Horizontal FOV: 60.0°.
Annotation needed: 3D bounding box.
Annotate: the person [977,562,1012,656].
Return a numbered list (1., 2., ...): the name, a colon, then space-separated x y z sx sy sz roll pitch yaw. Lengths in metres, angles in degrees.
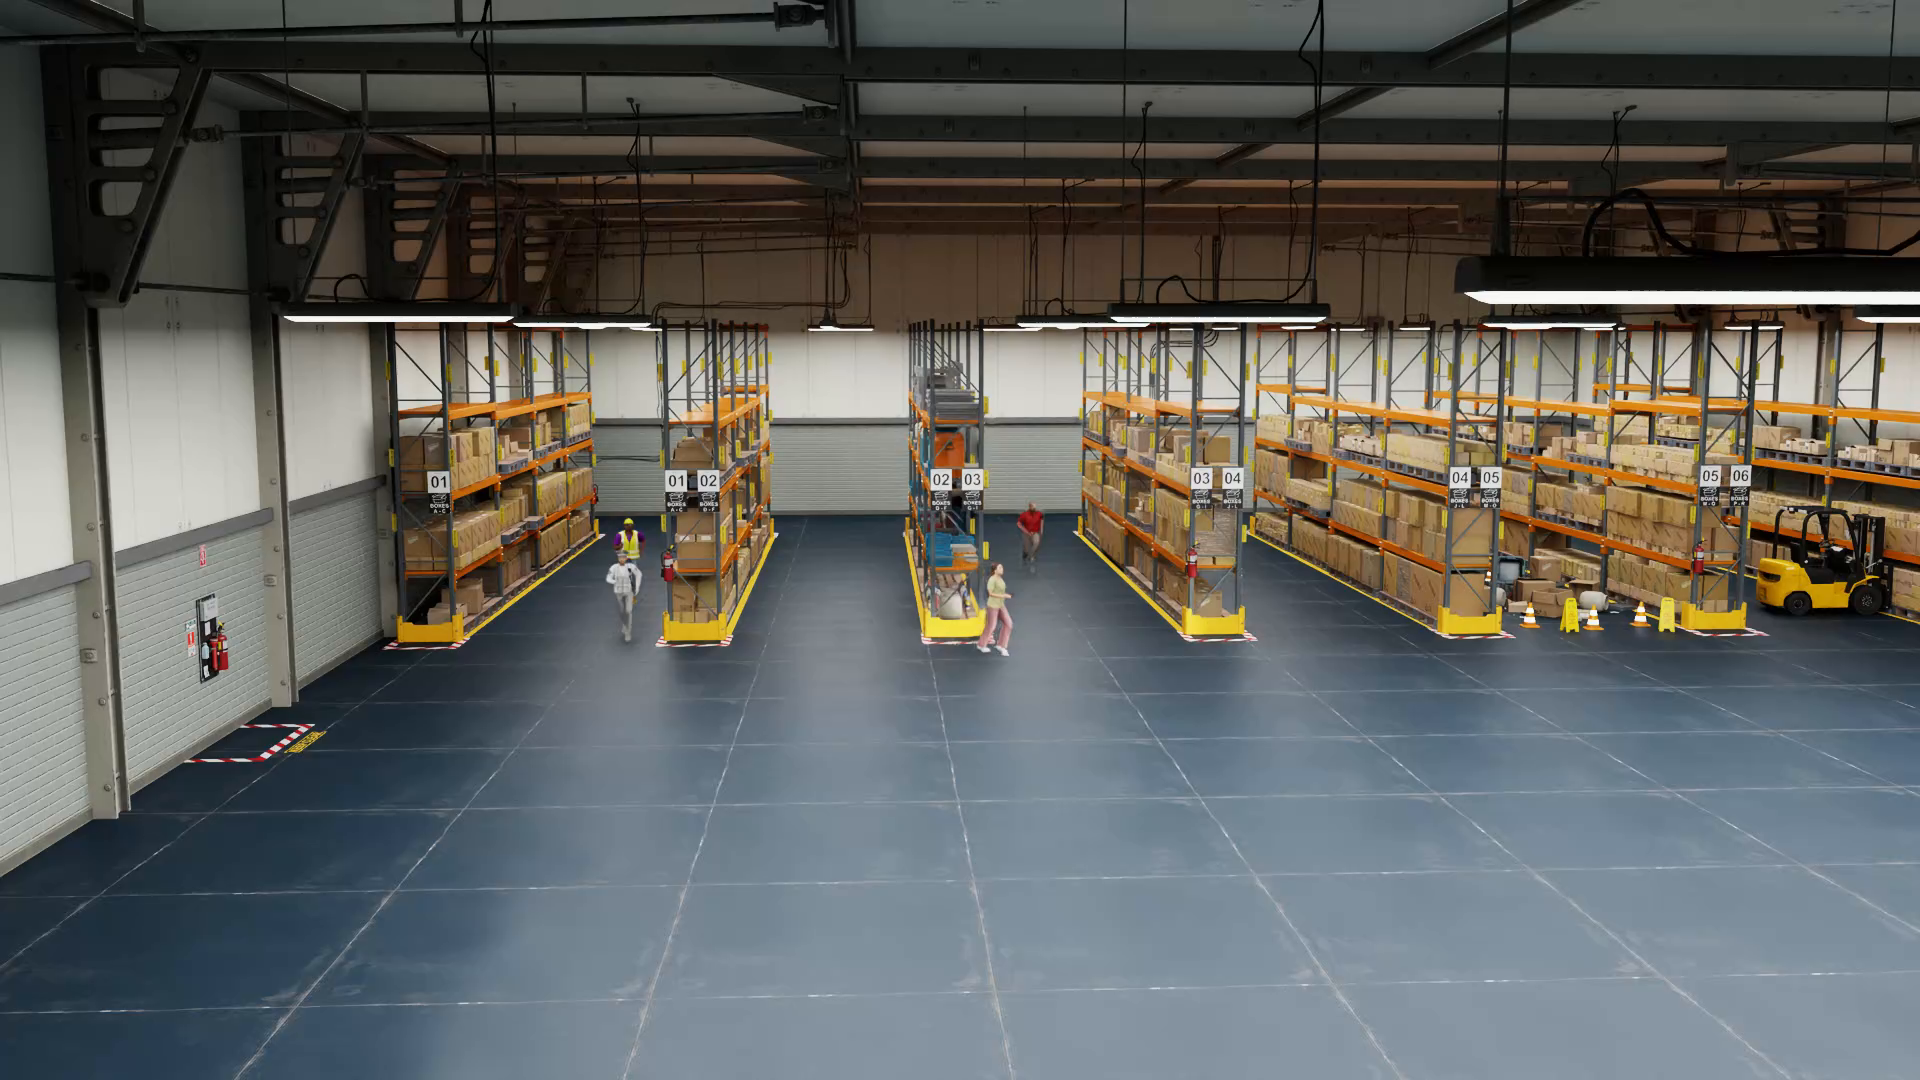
1. person: 0.635 1.237 29.762 0.719 1.725 0.591 4 8 30

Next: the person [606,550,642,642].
1. person: -6.350 1.025 31.425 0.634 1.727 0.862 -1 7 -4

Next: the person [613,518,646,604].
1. person: -7.087 0.441 35.657 0.677 1.823 0.738 -1 7 -8

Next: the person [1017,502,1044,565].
1. person: 1.714 -0.140 40.257 0.686 1.601 0.953 -1 7 -11
